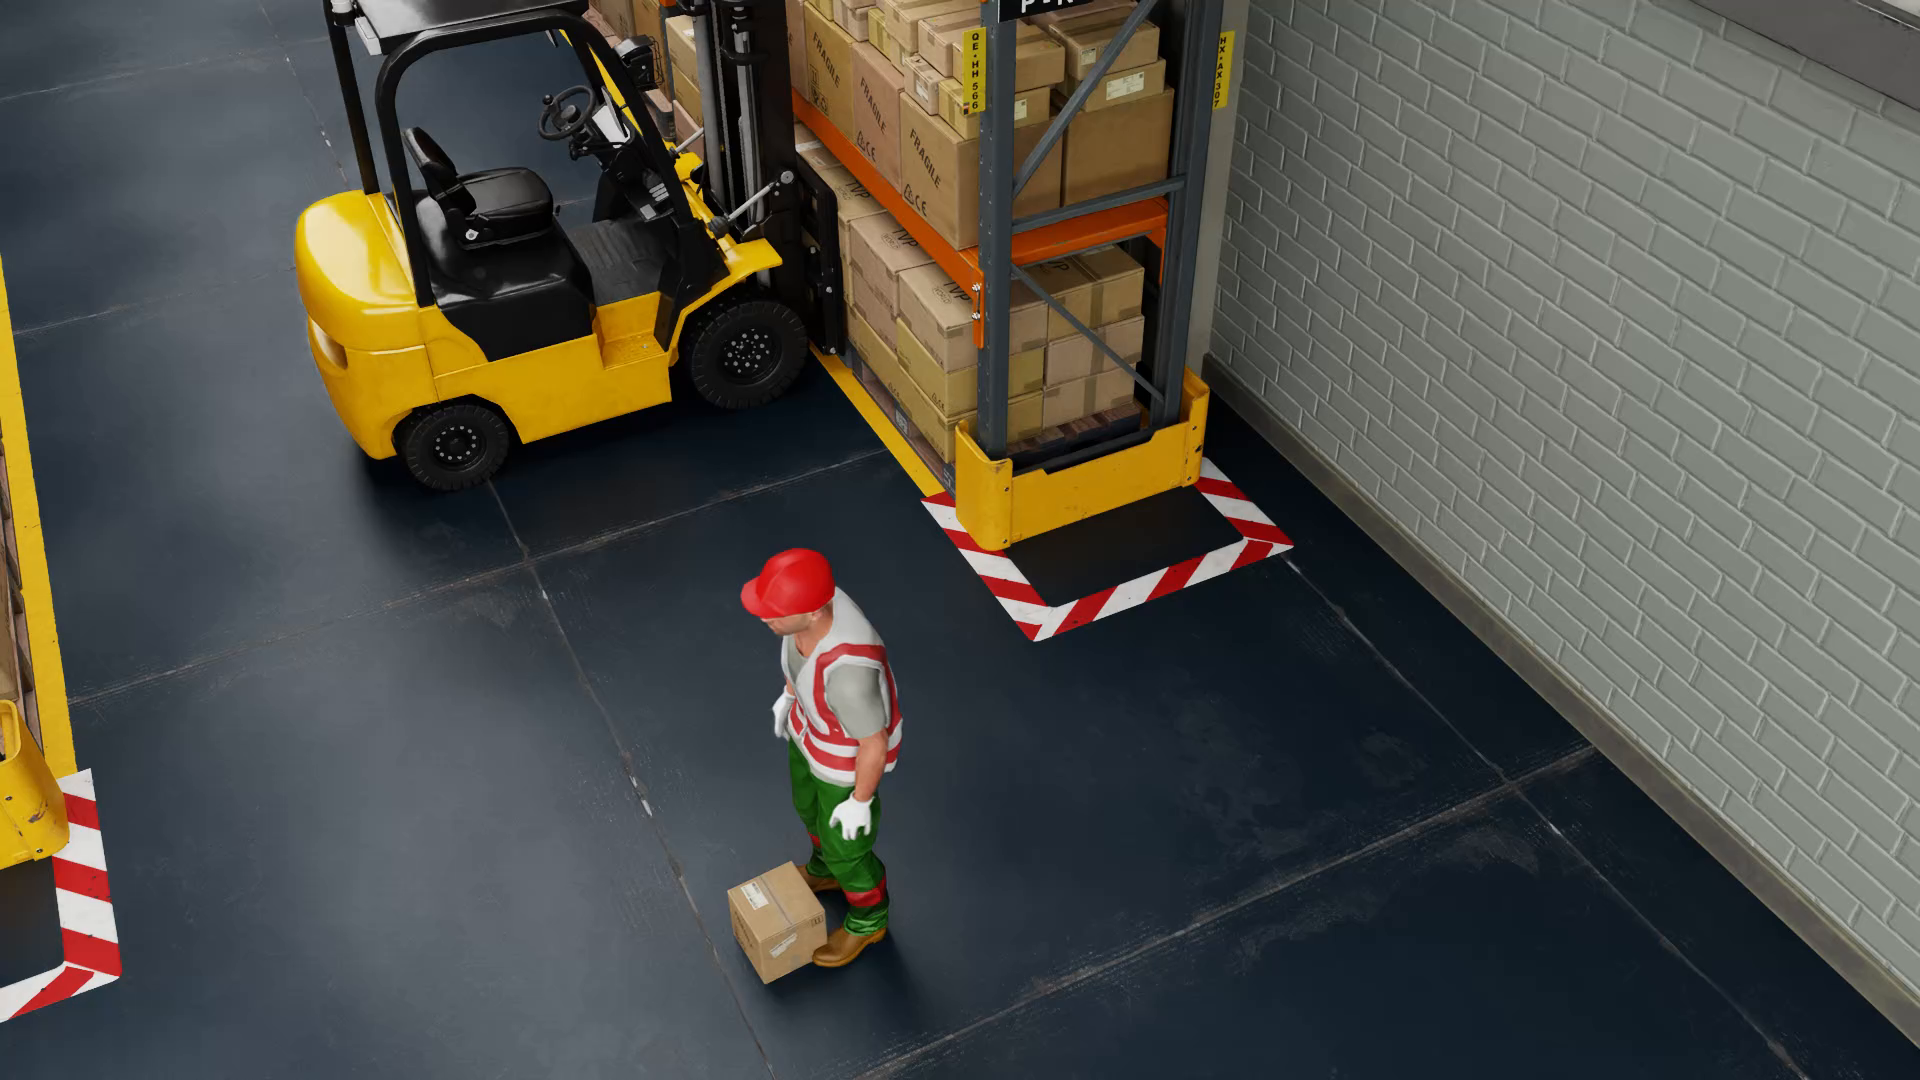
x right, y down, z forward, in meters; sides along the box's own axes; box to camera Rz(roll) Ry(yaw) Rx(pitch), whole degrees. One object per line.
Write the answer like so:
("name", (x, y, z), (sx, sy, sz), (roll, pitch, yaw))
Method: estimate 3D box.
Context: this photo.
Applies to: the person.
("person", (-0.431, 0.684, 5.356), (0.454, 1.779, 0.610), (-19, 44, -21))
